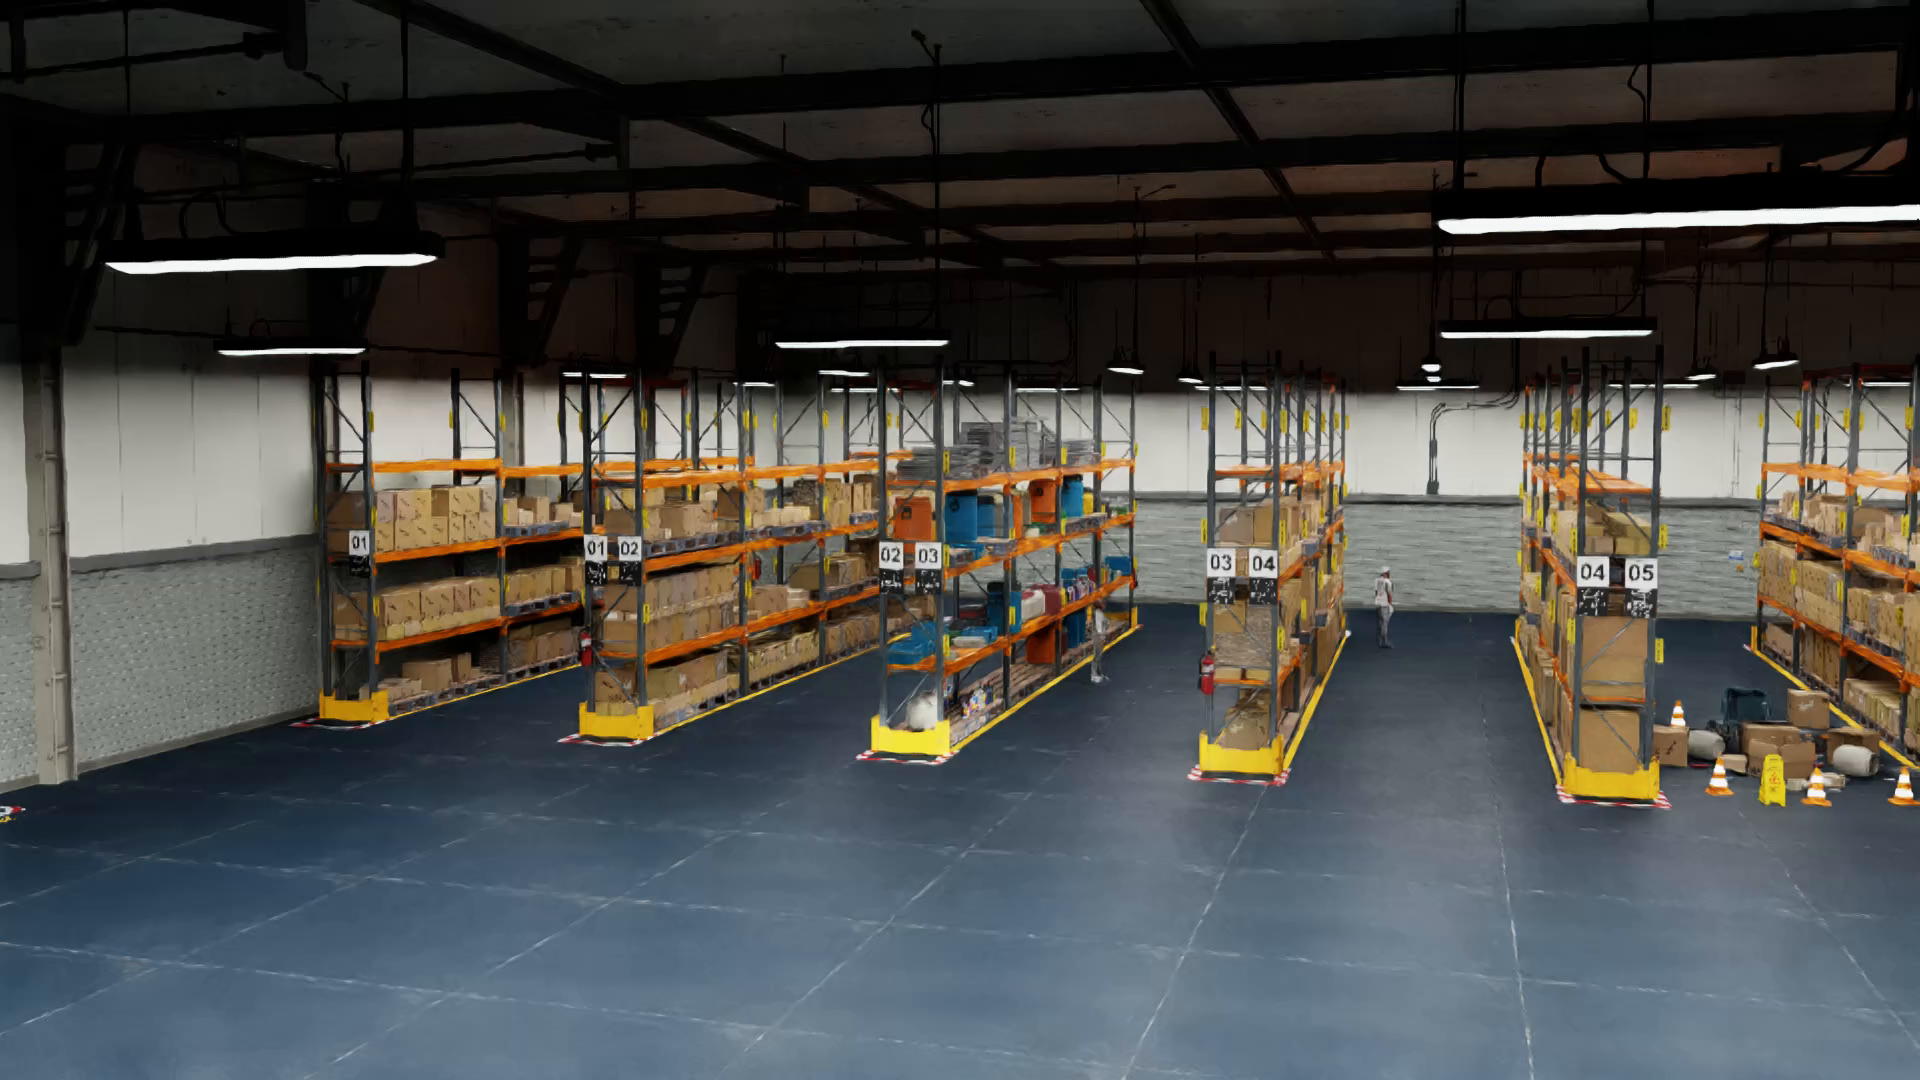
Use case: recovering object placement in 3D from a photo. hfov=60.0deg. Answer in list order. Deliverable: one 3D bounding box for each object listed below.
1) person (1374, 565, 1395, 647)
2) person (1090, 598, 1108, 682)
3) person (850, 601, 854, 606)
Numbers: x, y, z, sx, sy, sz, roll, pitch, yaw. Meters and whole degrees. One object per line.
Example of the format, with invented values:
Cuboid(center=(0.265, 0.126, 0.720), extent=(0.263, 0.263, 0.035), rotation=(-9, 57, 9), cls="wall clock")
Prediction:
Cuboid(center=(9.470, 1.455, 36.949), extent=(0.456, 1.786, 0.620), rotation=(-1, 4, -14), cls="person")
Cuboid(center=(2.681, 1.902, 31.969), extent=(0.341, 1.599, 0.541), rotation=(0, 4, 5), cls="person")
Cuboid(center=(-2.738, 1.106, 41.985), extent=(0.430, 1.766, 0.648), rotation=(0, 4, -5), cls="person")
